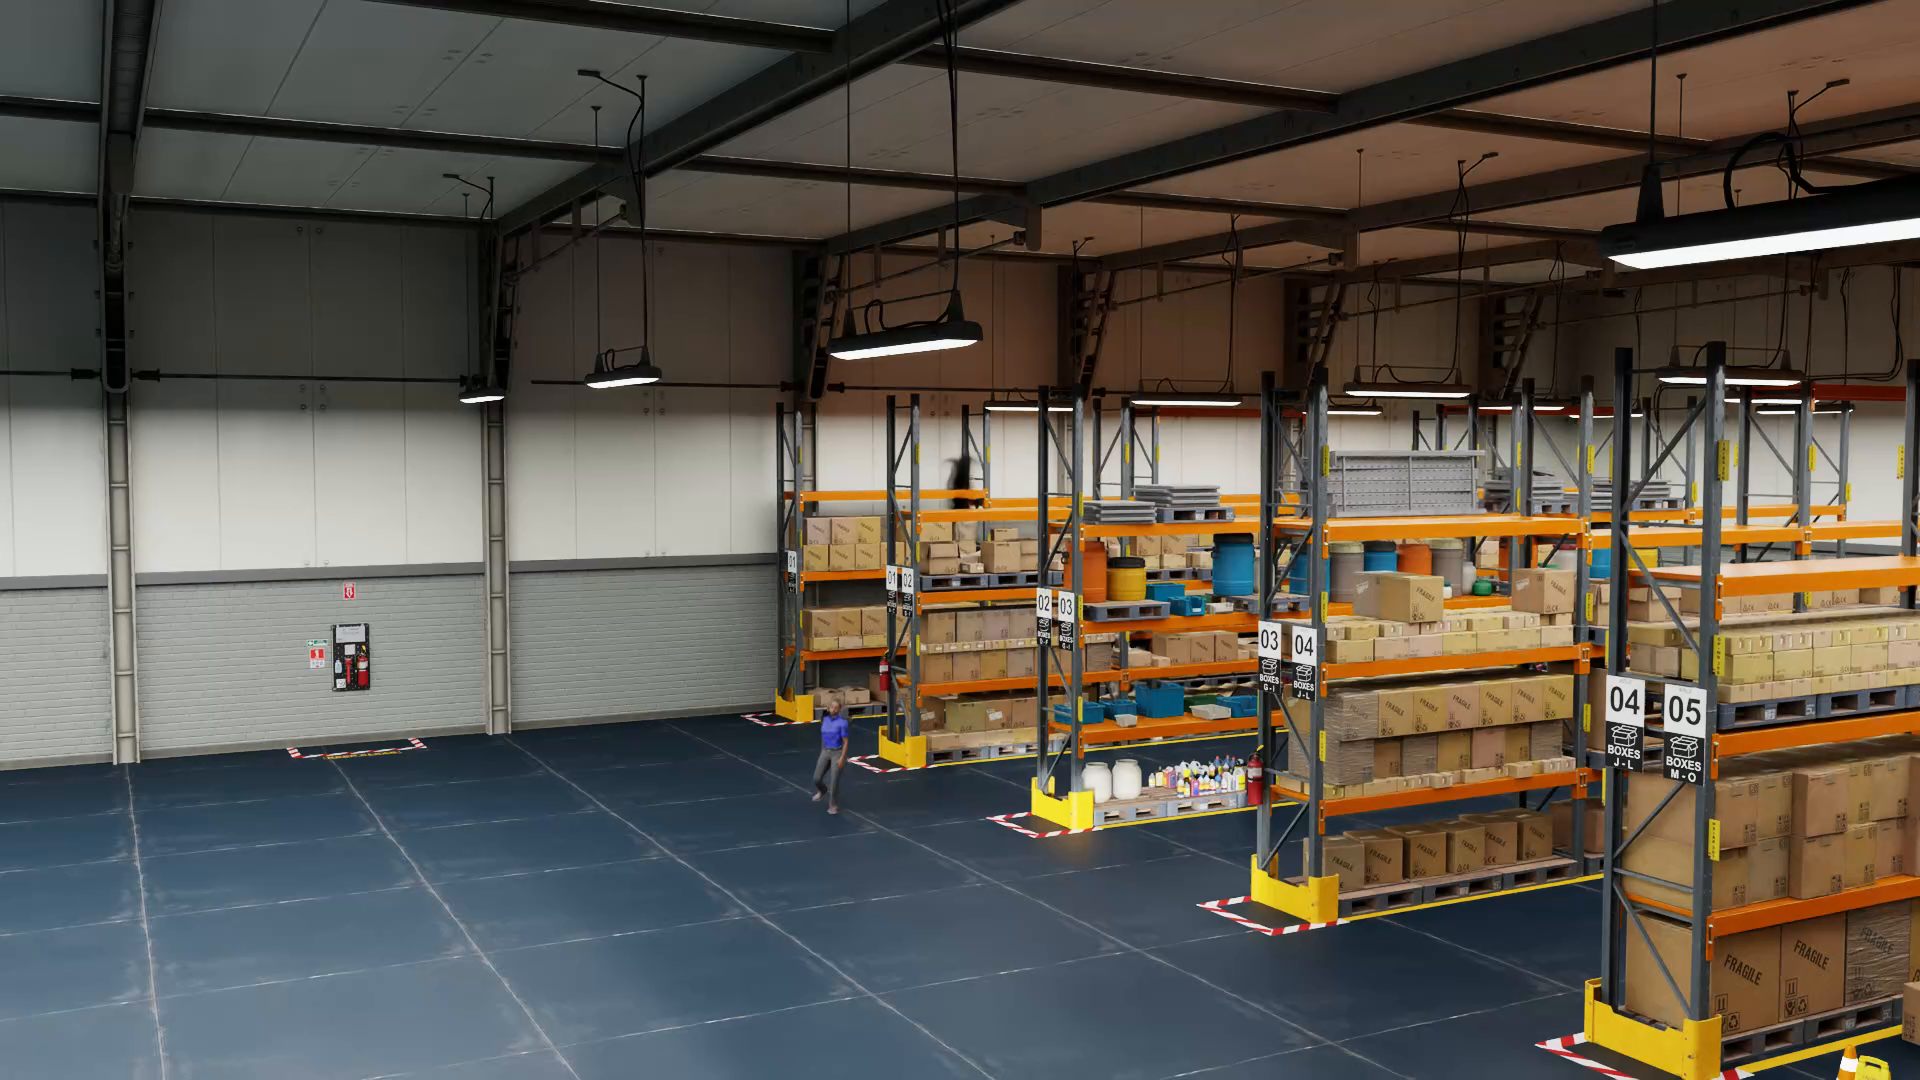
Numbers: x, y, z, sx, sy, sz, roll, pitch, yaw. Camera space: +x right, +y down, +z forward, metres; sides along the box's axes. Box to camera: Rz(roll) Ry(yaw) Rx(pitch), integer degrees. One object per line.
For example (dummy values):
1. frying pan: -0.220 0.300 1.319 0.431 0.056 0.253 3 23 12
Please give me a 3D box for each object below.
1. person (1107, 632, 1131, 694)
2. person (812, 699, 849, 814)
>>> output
1. person: 3.048 2.556 31.114 0.636 1.741 0.675 -3 4 -40
2. person: -1.830 3.030 23.433 0.690 1.626 0.547 1 4 25
